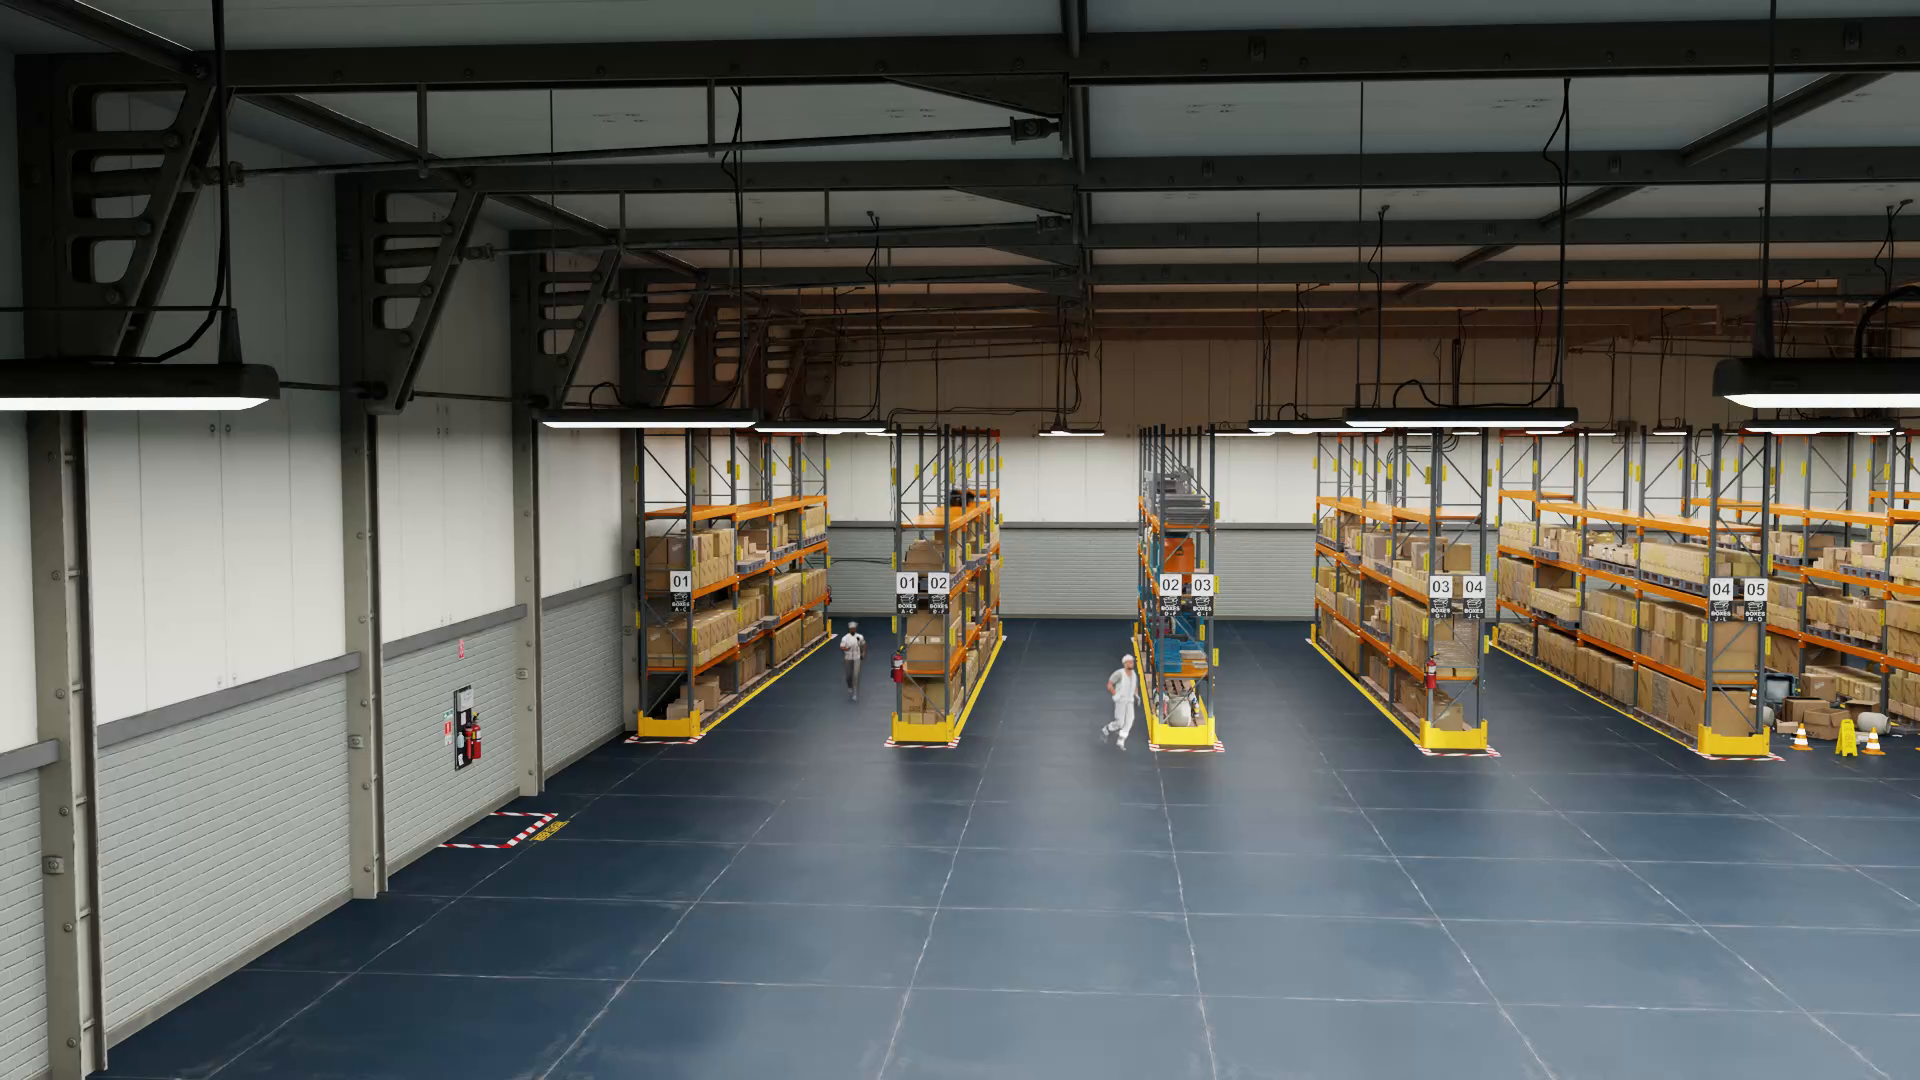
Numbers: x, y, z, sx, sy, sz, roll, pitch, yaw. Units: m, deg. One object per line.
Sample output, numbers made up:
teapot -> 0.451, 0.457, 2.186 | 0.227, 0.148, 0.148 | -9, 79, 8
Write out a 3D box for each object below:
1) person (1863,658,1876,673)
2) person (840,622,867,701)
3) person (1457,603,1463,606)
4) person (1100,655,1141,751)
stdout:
person -> 22.262, 2.392, 40.573 | 0.686, 1.722, 0.589 | 0, 3, 1
person -> -2.345, 2.628, 36.503 | 0.575, 1.685, 0.938 | 0, 3, -1
person -> 13.650, 2.123, 45.966 | 0.579, 1.649, 0.651 | 0, 3, 6
person -> 3.022, 2.982, 30.751 | 0.702, 1.727, 0.702 | -2, 4, -35
